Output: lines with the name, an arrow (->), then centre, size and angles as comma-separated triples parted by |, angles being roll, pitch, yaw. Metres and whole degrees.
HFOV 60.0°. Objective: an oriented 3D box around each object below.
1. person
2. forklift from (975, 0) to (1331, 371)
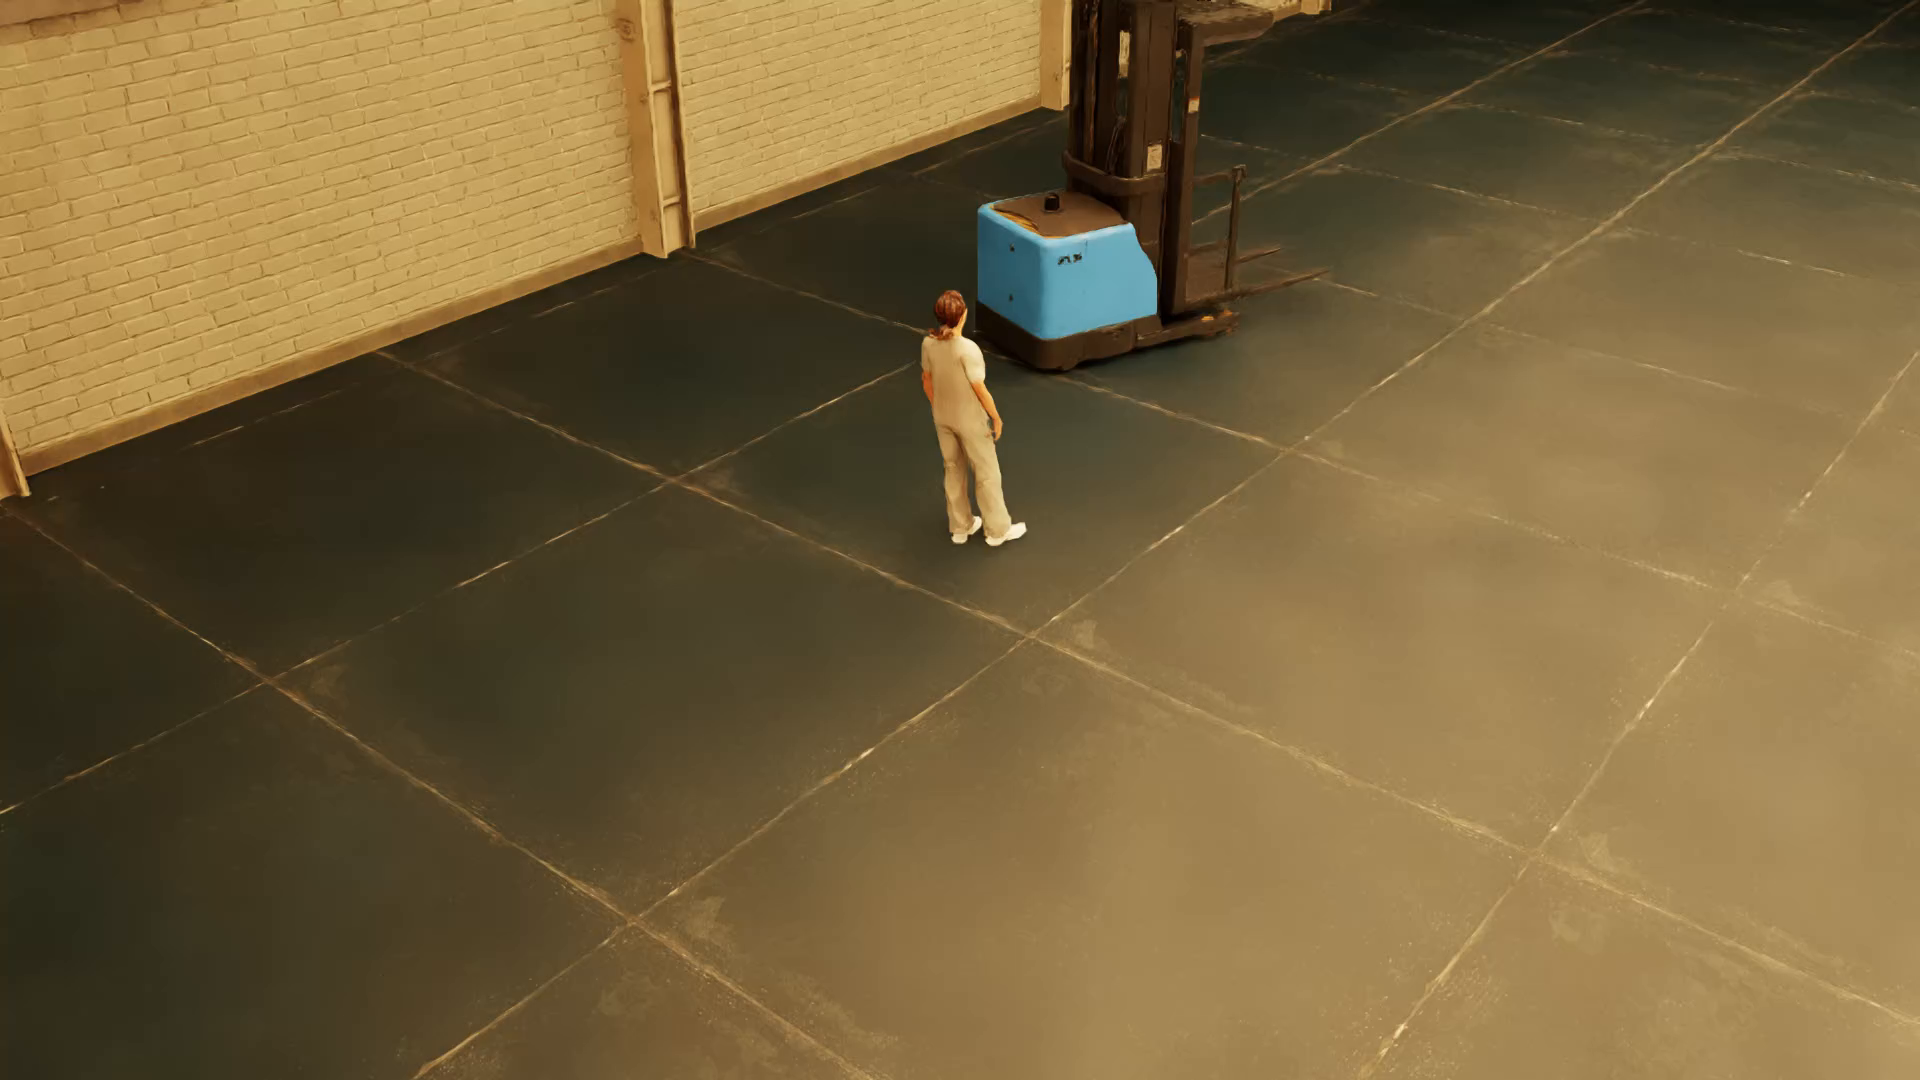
person -> 0.057, -0.754, 10.116 | 0.550, 1.674, 0.548 | 22, 37, 33
forklift -> 1.648, -3.095, 12.892 | 3.031, 2.935, 1.130 | -17, 34, -26
